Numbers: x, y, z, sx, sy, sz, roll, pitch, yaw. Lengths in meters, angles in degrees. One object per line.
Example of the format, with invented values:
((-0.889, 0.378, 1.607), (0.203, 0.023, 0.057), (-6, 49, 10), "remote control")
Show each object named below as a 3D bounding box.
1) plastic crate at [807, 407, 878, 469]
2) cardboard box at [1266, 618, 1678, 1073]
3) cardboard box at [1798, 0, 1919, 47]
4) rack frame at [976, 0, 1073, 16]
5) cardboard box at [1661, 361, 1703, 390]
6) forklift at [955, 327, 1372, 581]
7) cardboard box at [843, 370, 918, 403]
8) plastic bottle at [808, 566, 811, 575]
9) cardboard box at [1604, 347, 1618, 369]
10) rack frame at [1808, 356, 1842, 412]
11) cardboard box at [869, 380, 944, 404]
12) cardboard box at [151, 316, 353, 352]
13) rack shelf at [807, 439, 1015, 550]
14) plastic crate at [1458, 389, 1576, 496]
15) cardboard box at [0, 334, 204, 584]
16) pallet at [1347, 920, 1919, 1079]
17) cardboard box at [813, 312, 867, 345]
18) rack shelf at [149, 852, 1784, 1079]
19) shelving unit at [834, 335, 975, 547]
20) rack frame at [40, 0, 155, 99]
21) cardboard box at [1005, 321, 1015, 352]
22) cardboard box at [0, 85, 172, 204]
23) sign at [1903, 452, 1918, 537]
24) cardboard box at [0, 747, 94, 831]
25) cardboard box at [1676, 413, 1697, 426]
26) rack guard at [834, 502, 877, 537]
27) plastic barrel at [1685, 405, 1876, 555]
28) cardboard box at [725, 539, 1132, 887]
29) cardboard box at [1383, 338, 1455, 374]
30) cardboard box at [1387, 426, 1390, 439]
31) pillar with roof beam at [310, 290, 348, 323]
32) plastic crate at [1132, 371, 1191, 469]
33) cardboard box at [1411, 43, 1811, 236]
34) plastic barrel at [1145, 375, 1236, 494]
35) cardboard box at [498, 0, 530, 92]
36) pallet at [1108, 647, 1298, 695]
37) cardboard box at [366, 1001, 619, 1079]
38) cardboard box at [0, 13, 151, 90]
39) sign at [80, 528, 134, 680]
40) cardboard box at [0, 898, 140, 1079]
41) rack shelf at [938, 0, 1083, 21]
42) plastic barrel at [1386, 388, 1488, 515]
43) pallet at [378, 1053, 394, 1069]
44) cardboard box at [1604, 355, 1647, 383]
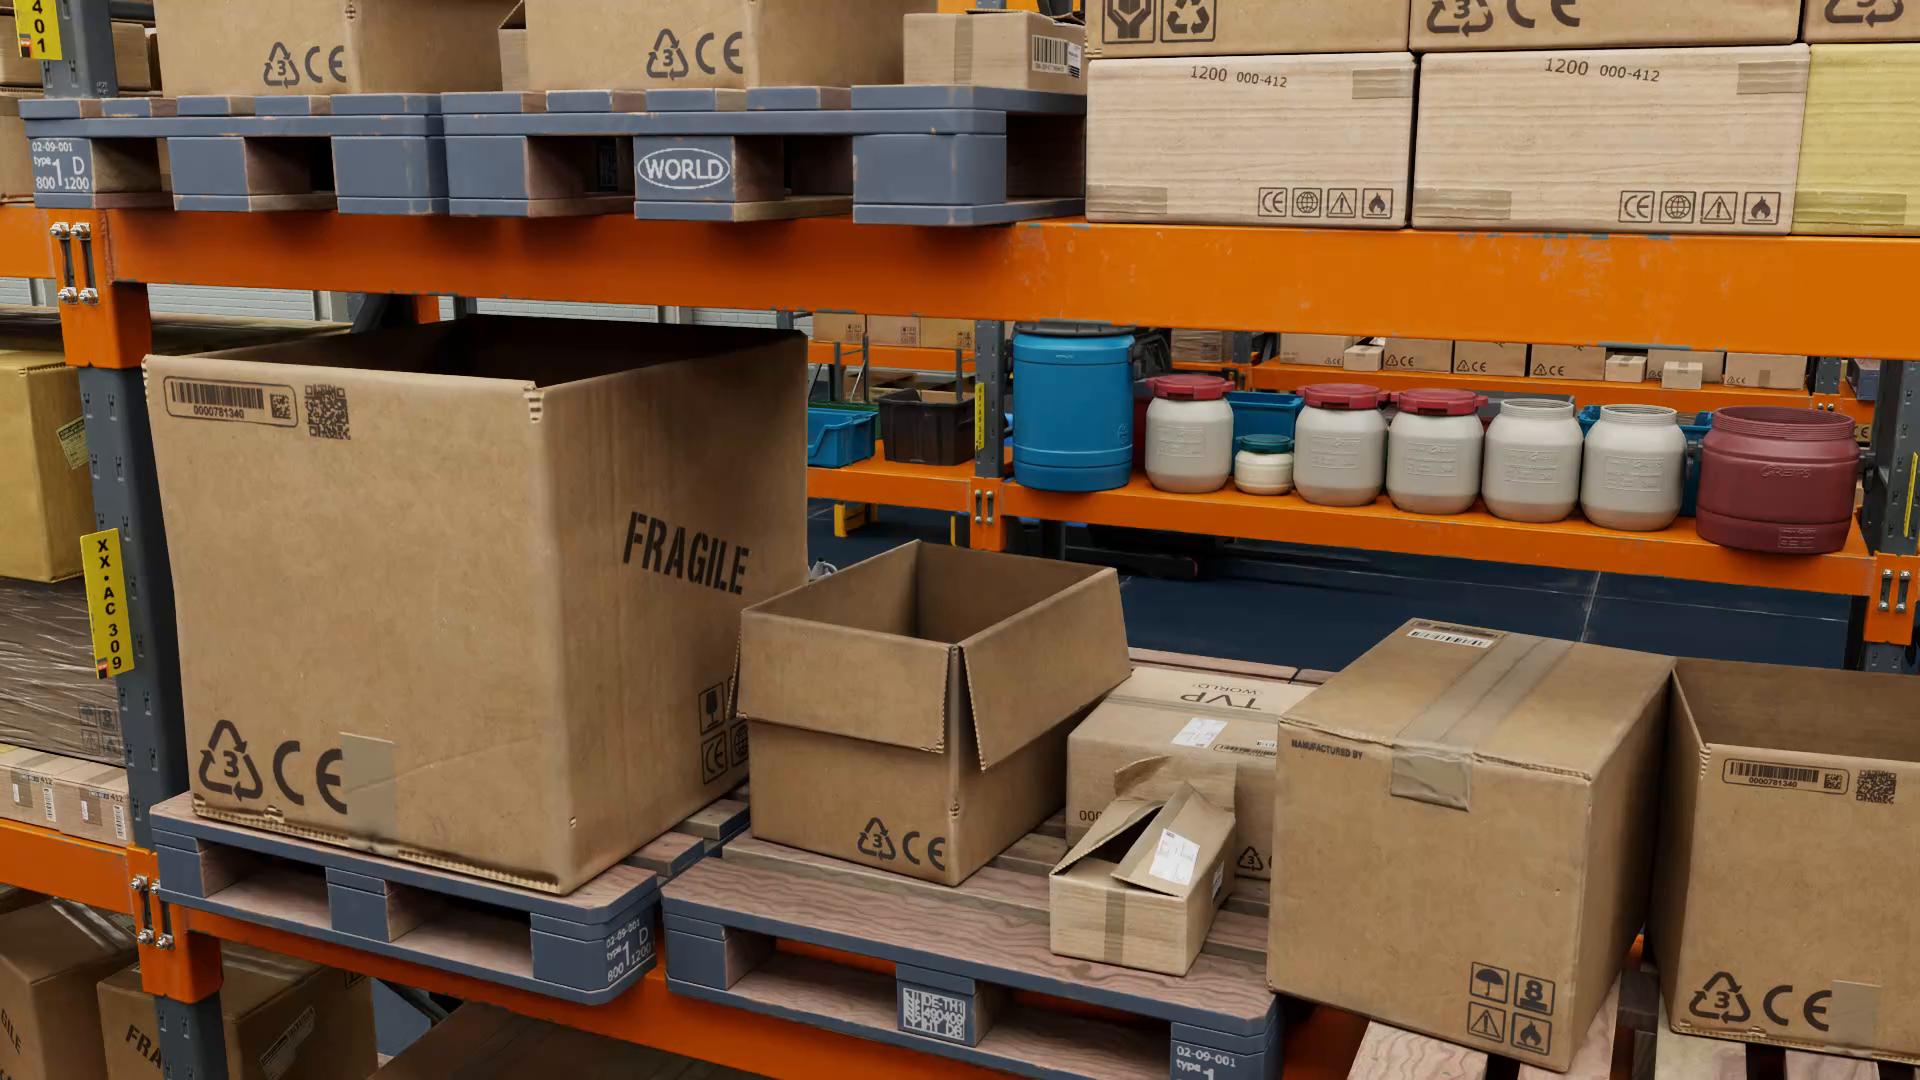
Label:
((-0.792, -0.559, 8.897), (0.616, 0.251, 0.499), (6, 14, 23), "plastic crate")
((0.920, 0.493, 2.949), (0.500, 0.500, 0.700), (8, 16, 32), "cardboard box")
((1.443, -0.926, 2.254), (0.500, 0.500, 0.500), (6, 15, 25), "cardboard box")
((0.330, -3.507, 8.000), (0.127, 3.000, 1.000), (6, 14, 23), "rack frame")
((5.062, -1.153, 11.653), (0.250, 0.149, 0.380), (6, 14, 23), "cardboard box")
((1.521, -1.278, 11.784), (3.031, 2.935, 1.130), (6, 14, 24), "forklift")
((-0.707, -1.234, 14.904), (0.500, 0.500, 0.500), (6, 14, 23), "cardboard box")
((-0.972, 0.254, 9.941), (0.185, 0.351, 0.144), (6, 15, 26), "plastic bottle")
((6.352, -1.815, 16.793), (0.500, 0.250, 0.500), (6, 14, 23), "cardboard box")
((5.997, -1.250, 11.516), (0.127, 3.000, 1.000), (6, 14, 23), "rack frame")
((-0.460, -1.079, 14.246), (0.500, 0.500, 0.500), (6, 14, 23), "cardboard box")
((-1.985, -0.326, 4.521), (0.500, 0.500, 0.500), (6, 14, 23), "cardboard box")
((-1.499, -0.421, 9.557), (4.000, 0.370, 1.077), (6, 14, 23), "rack shelf")
((2.633, -0.460, 8.011), (0.583, 0.464, 0.402), (6, 14, 23), "plastic crate")
((-2.199, -0.216, 4.050), (0.500, 0.500, 0.500), (6, 14, 23), "cardboard box")
((1.286, 0.868, 2.908), (1.003, 0.211, 1.213), (6, 14, 23), "pallet")
((-0.896, -1.993, 14.464), (0.500, 0.500, 0.700), (6, 14, 23), "cardboard box")
((0.152, 0.984, 3.570), (4.000, 0.370, 1.077), (6, 14, 23), "rack shelf")
((-0.364, -0.769, 12.749), (1.083, 1.500, 0.587), (6, 14, 24), "shelving unit")
((-1.676, -2.472, 3.592), (0.127, 3.000, 1.000), (6, 14, 23), "rack frame")
((0.520, -1.850, 13.856), (0.500, 0.500, 0.700), (6, 15, 25), "cardboard box")
((-2.199, -0.926, 3.899), (0.500, 0.250, 0.500), (6, 15, 25), "cardboard box")
((3.770, -0.180, 6.597), (0.005, 0.325, 0.100), (6, 14, 23), "sign")
((-2.217, 0.587, 4.236), (0.250, 0.149, 0.380), (6, 14, 23), "cardboard box")
((7.320, -1.338, 16.400), (0.500, 0.500, 0.700), (6, 14, 24), "cardboard box")
((-0.816, -0.208, 13.095), (0.087, 0.250, 0.587), (6, 14, 24), "rack guard")
((3.440, -0.262, 7.006), (0.708, 0.536, 0.600), (6, 14, 23), "plastic barrel")
((-0.054, 0.335, 3.616), (0.637, 0.503, 0.797), (7, 15, 29), "cardboard box")
((3.517, -1.546, 12.557), (0.500, 0.500, 0.500), (7, 15, 27), "cardboard box")
((3.304, -0.735, 13.191), (0.500, 0.311, 0.500), (6, 15, 25), "cardboard box")
((-11.040, -6.273, 19.790), (0.400, 9.000, 9.100), (6, 14, 23), "pillar with roof beam")
((0.896, -0.636, 8.760), (0.583, 0.464, 0.402), (6, 14, 23), "plastic crate")
((0.988, -0.604, 2.527), (0.500, 0.250, 0.500), (6, 14, 23), "cardboard box")
((1.116, -0.518, 8.098), (0.433, 0.535, 0.433), (0, 13, 0), "plastic barrel")
((-0.776, -1.085, 3.620), (0.258, 0.266, 0.396), (6, 15, 25), "cardboard box")
((1.063, 0.836, 8.729), (1.213, 0.211, 1.003), (6, 14, 23), "pallet")
((-1.124, 1.513, 4.251), (0.500, 0.500, 0.700), (5, 14, 19), "cardboard box")
((-2.091, -1.103, 3.777), (0.250, 0.149, 0.380), (6, 15, 25), "cardboard box")
((-1.889, 0.141, 3.692), (0.005, 0.325, 0.100), (6, 14, 23), "sign")
((-2.553, 1.364, 4.927), (0.500, 0.500, 0.500), (12, 18, 41), "cardboard box")
((0.511, -4.181, 13.324), (4.000, 0.370, 1.077), (6, 14, 23), "rack shelf")
((2.182, -0.410, 7.638), (0.433, 0.535, 0.433), (0, 13, 0), "plastic barrel")
((-2.305, 1.751, 4.829), (1.213, 0.211, 1.003), (6, 14, 23), "pallet")
((4.808, -1.234, 11.997), (0.250, 0.149, 0.380), (7, 15, 27), "cardboard box")
